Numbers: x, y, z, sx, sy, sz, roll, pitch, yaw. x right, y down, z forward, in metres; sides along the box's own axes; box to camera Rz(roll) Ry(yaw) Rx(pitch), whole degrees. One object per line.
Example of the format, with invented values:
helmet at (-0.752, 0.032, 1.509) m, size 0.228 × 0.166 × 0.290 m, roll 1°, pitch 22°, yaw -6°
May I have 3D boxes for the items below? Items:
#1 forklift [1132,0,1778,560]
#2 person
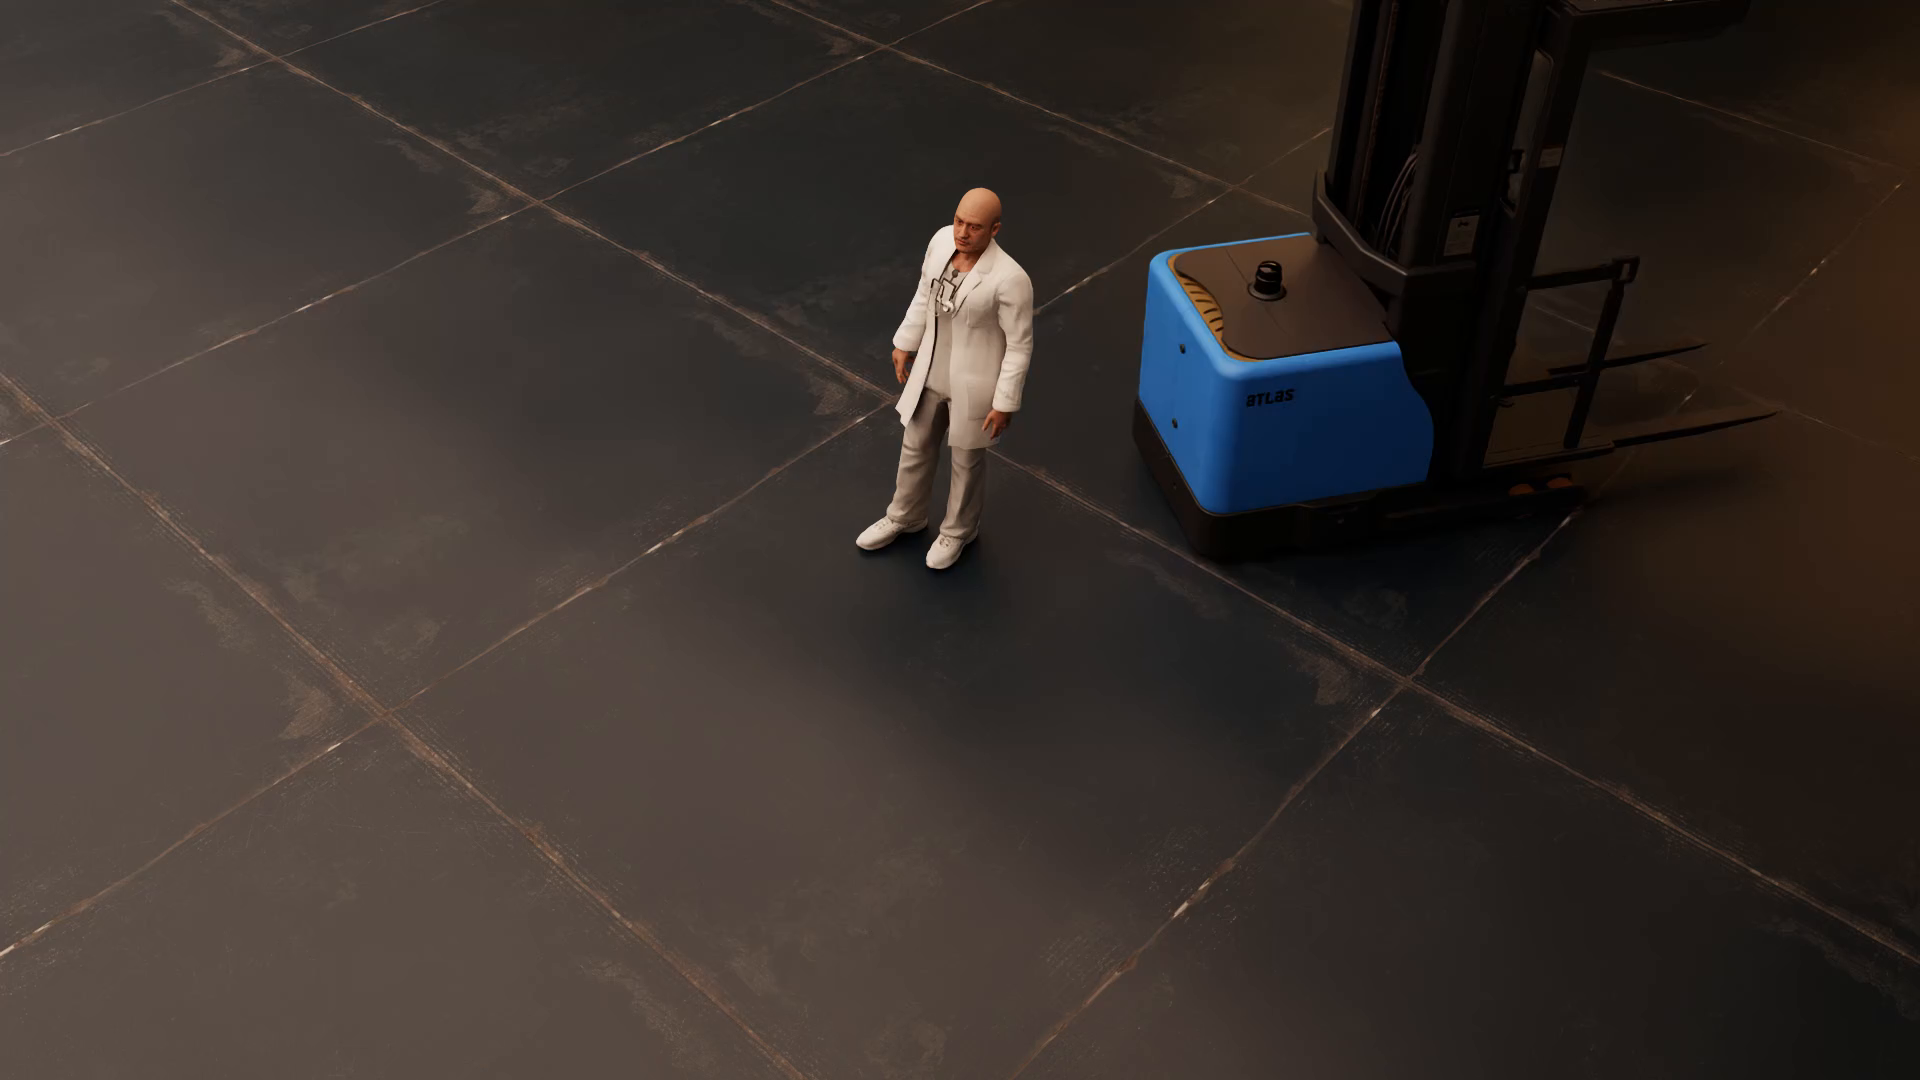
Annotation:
forklift at (2.420, -1.537, 7.220) m, size 3.031 × 2.935 × 1.130 m, roll -9°, pitch 41°, yaw -11°
person at (-0.065, -0.638, 7.046) m, size 0.698 × 1.778 × 0.578 m, roll 31°, pitch 49°, yaw 31°
